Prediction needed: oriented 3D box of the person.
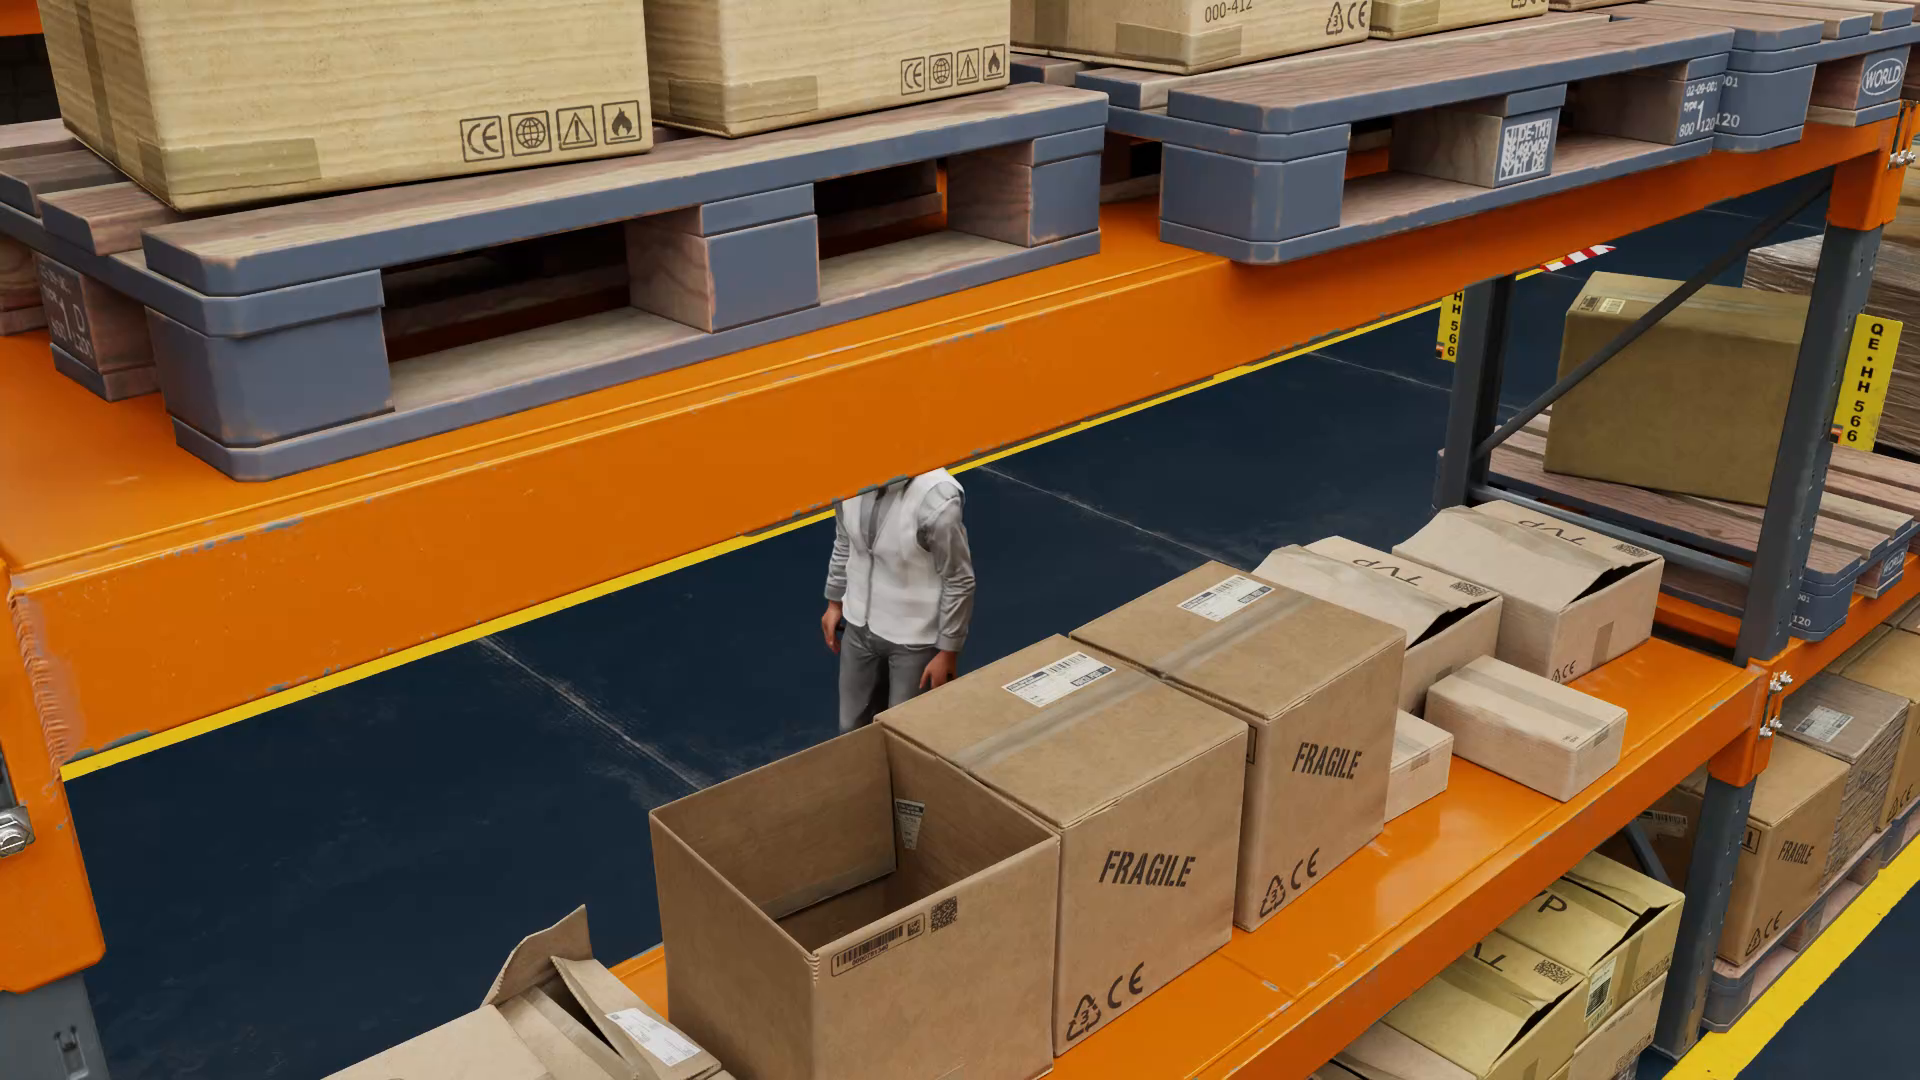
[{"bbox_3d":[-0.211,0.289,5.424,0.594,1.773,0.458,21,32,39],"label":"person"}]
